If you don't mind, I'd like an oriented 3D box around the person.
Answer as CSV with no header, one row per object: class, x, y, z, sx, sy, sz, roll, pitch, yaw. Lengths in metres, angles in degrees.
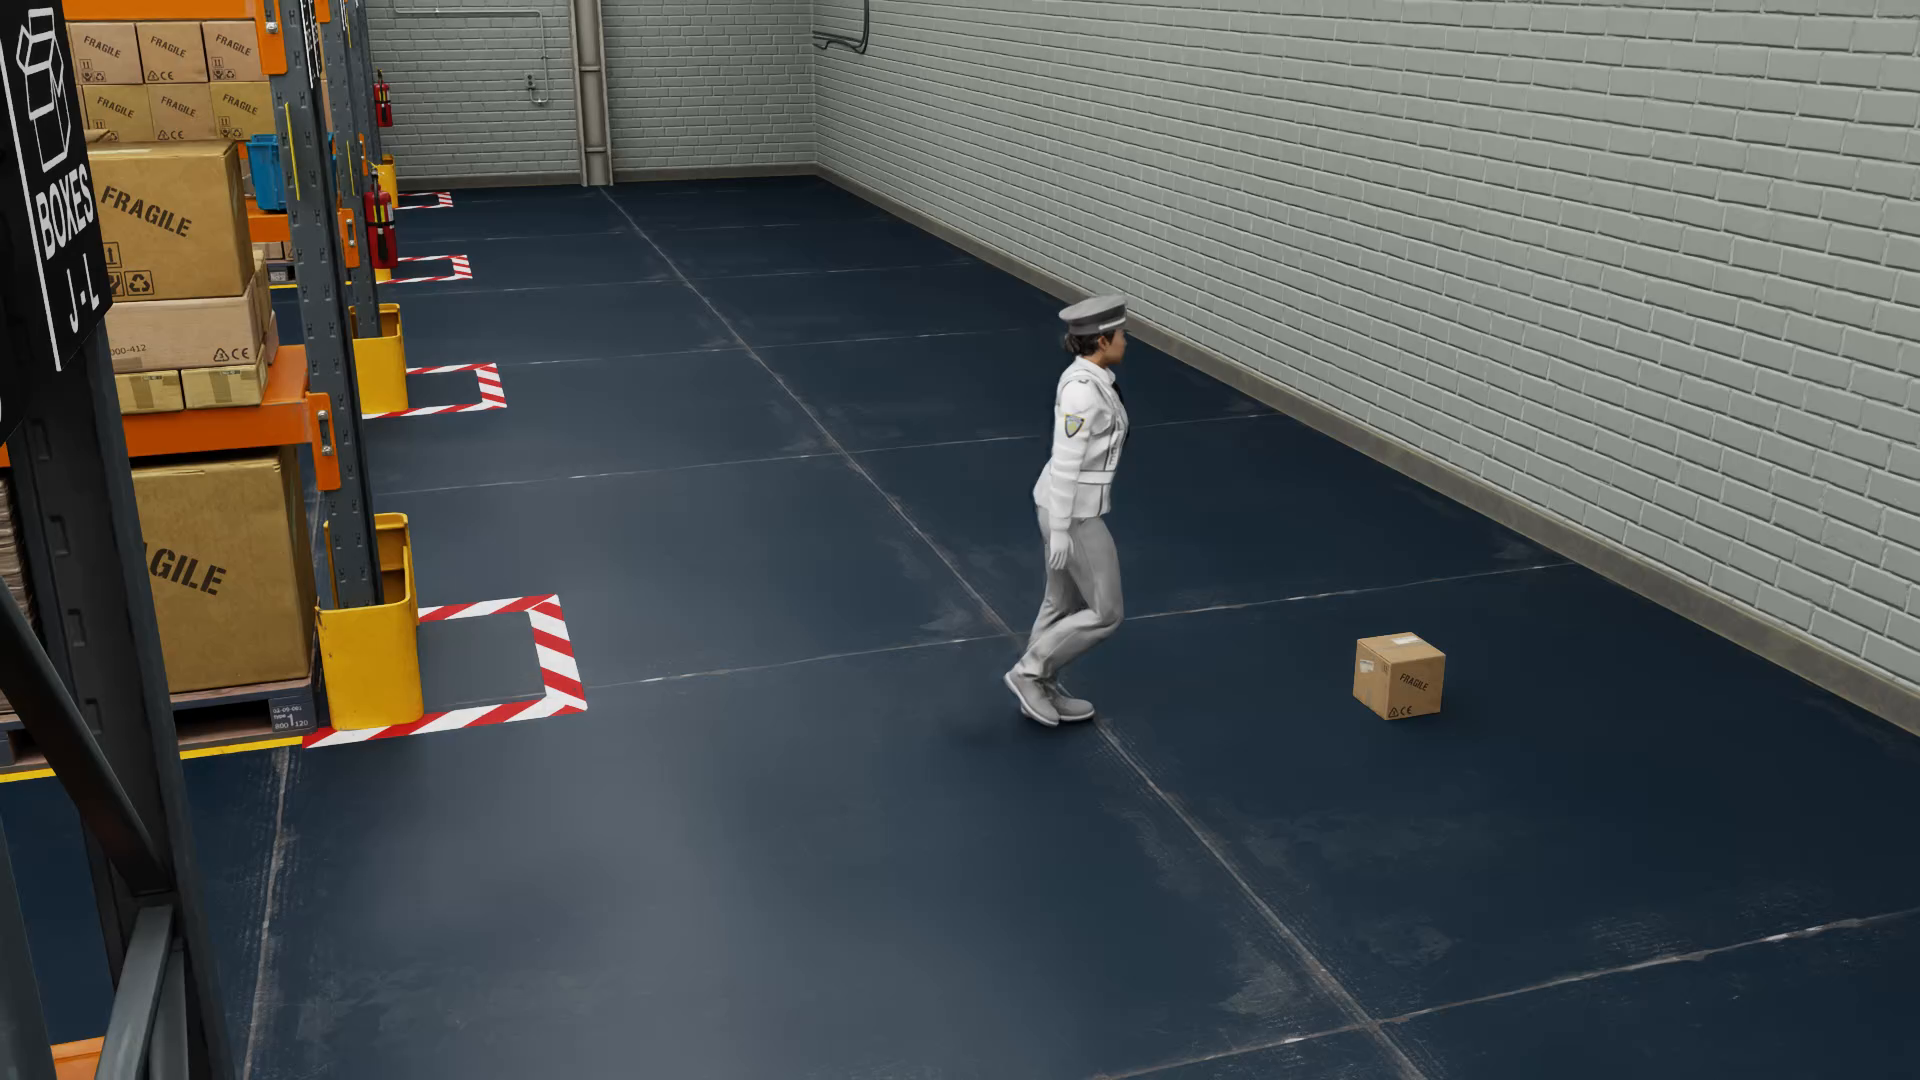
person,0.404,-0.093,6.279,0.466,1.670,0.522,1,19,2
